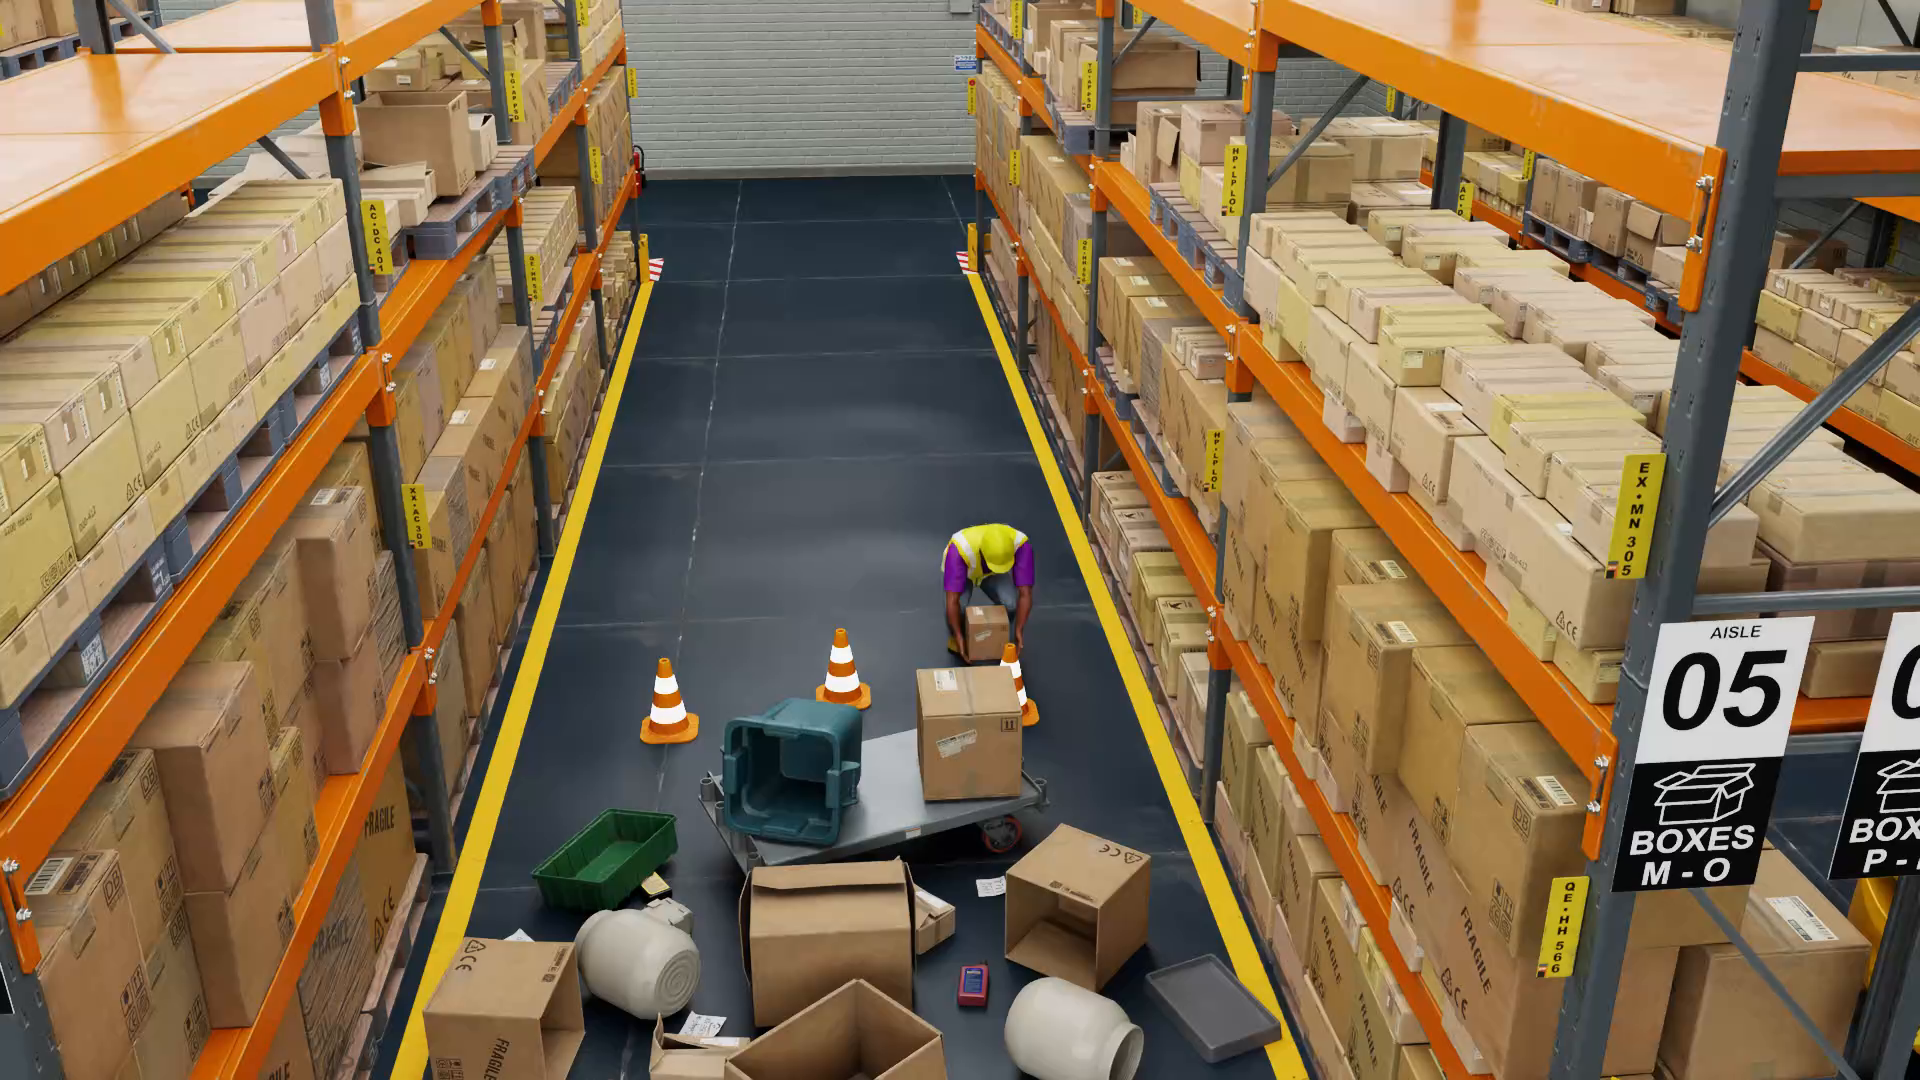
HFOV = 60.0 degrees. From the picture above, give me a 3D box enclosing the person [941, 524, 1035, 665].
[{"bbox_3d":[0.171,0.275,10.624,0.582,1.006,0.902,-2,24,-5],"label":"person"}]
